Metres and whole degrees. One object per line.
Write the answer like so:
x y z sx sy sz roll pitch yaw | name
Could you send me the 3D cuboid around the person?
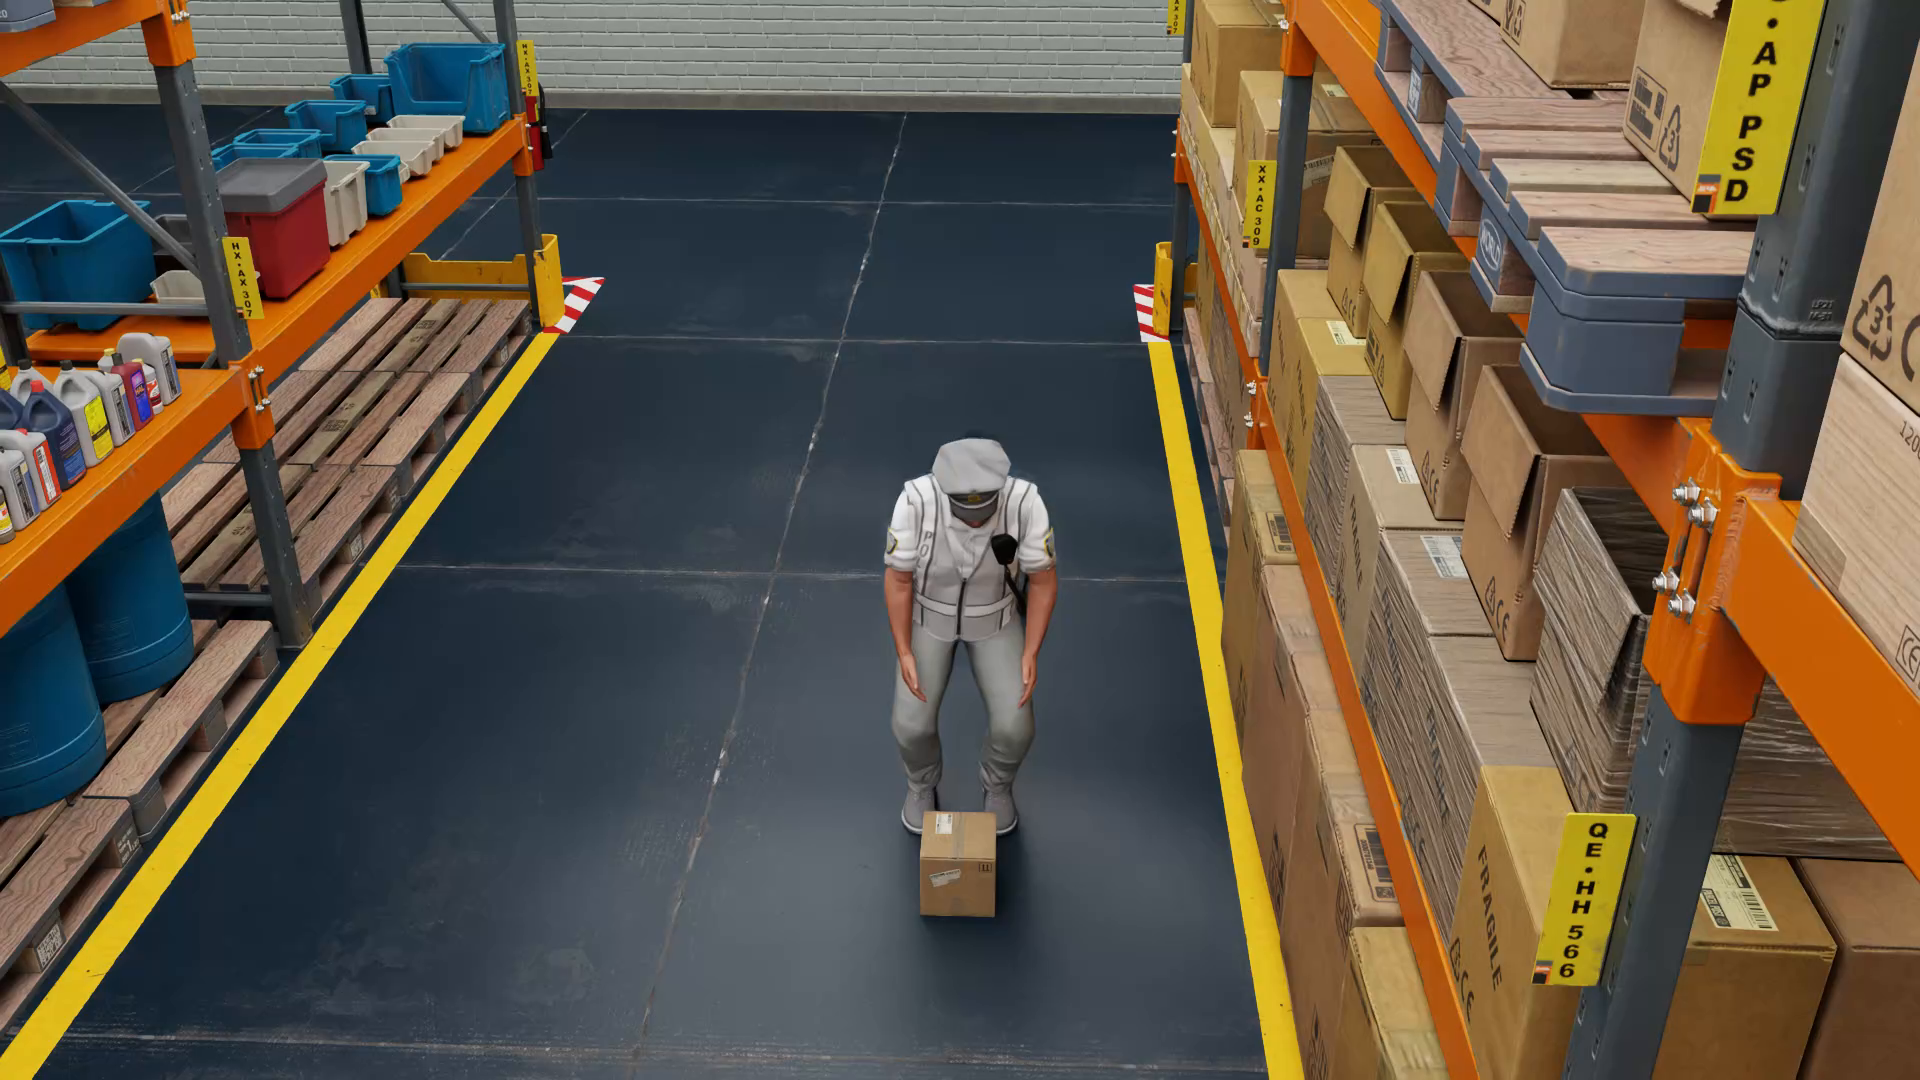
0.038 0.317 5.720 0.584 1.572 0.682 1 28 2 | person
